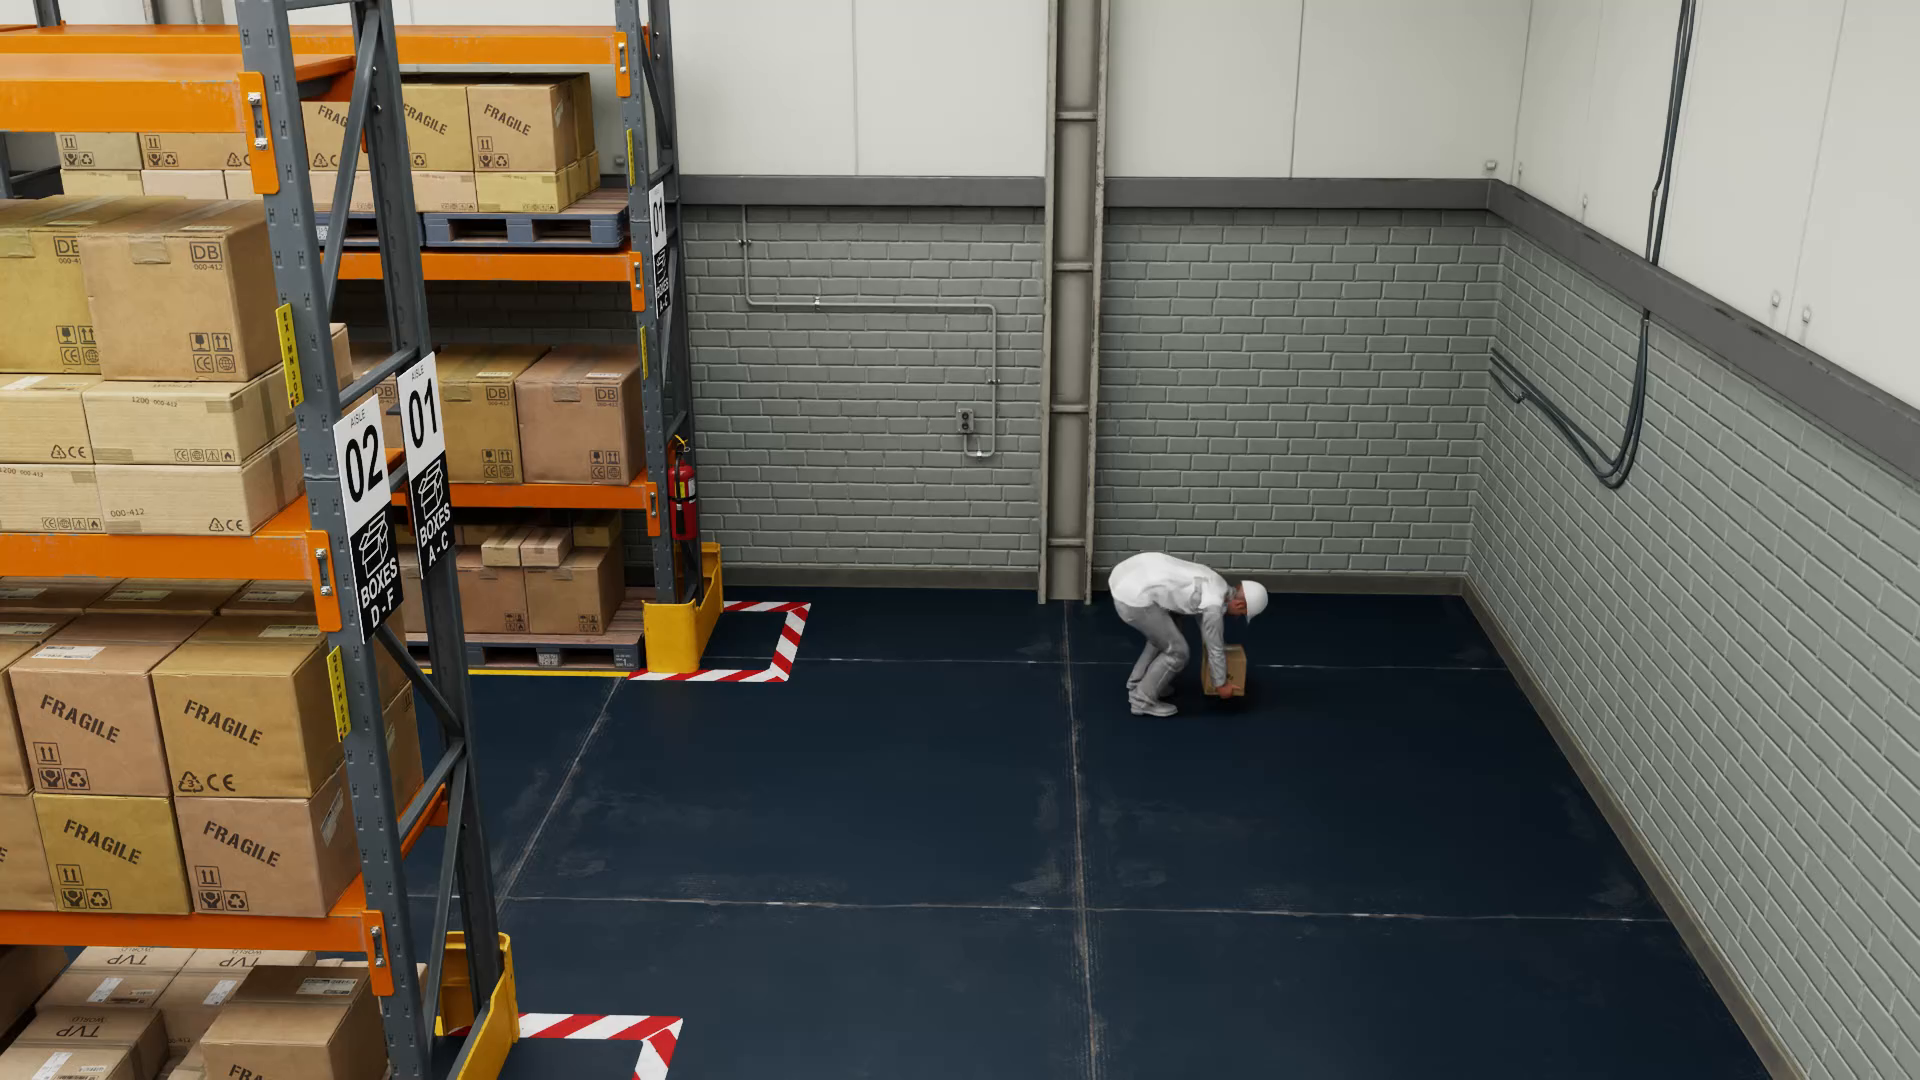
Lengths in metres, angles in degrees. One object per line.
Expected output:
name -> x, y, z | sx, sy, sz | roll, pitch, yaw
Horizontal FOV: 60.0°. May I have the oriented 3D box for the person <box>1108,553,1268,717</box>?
person -> 1.441, 0.577, 10.564 | 1.002, 1.028, 0.500 | 0, 21, -1
